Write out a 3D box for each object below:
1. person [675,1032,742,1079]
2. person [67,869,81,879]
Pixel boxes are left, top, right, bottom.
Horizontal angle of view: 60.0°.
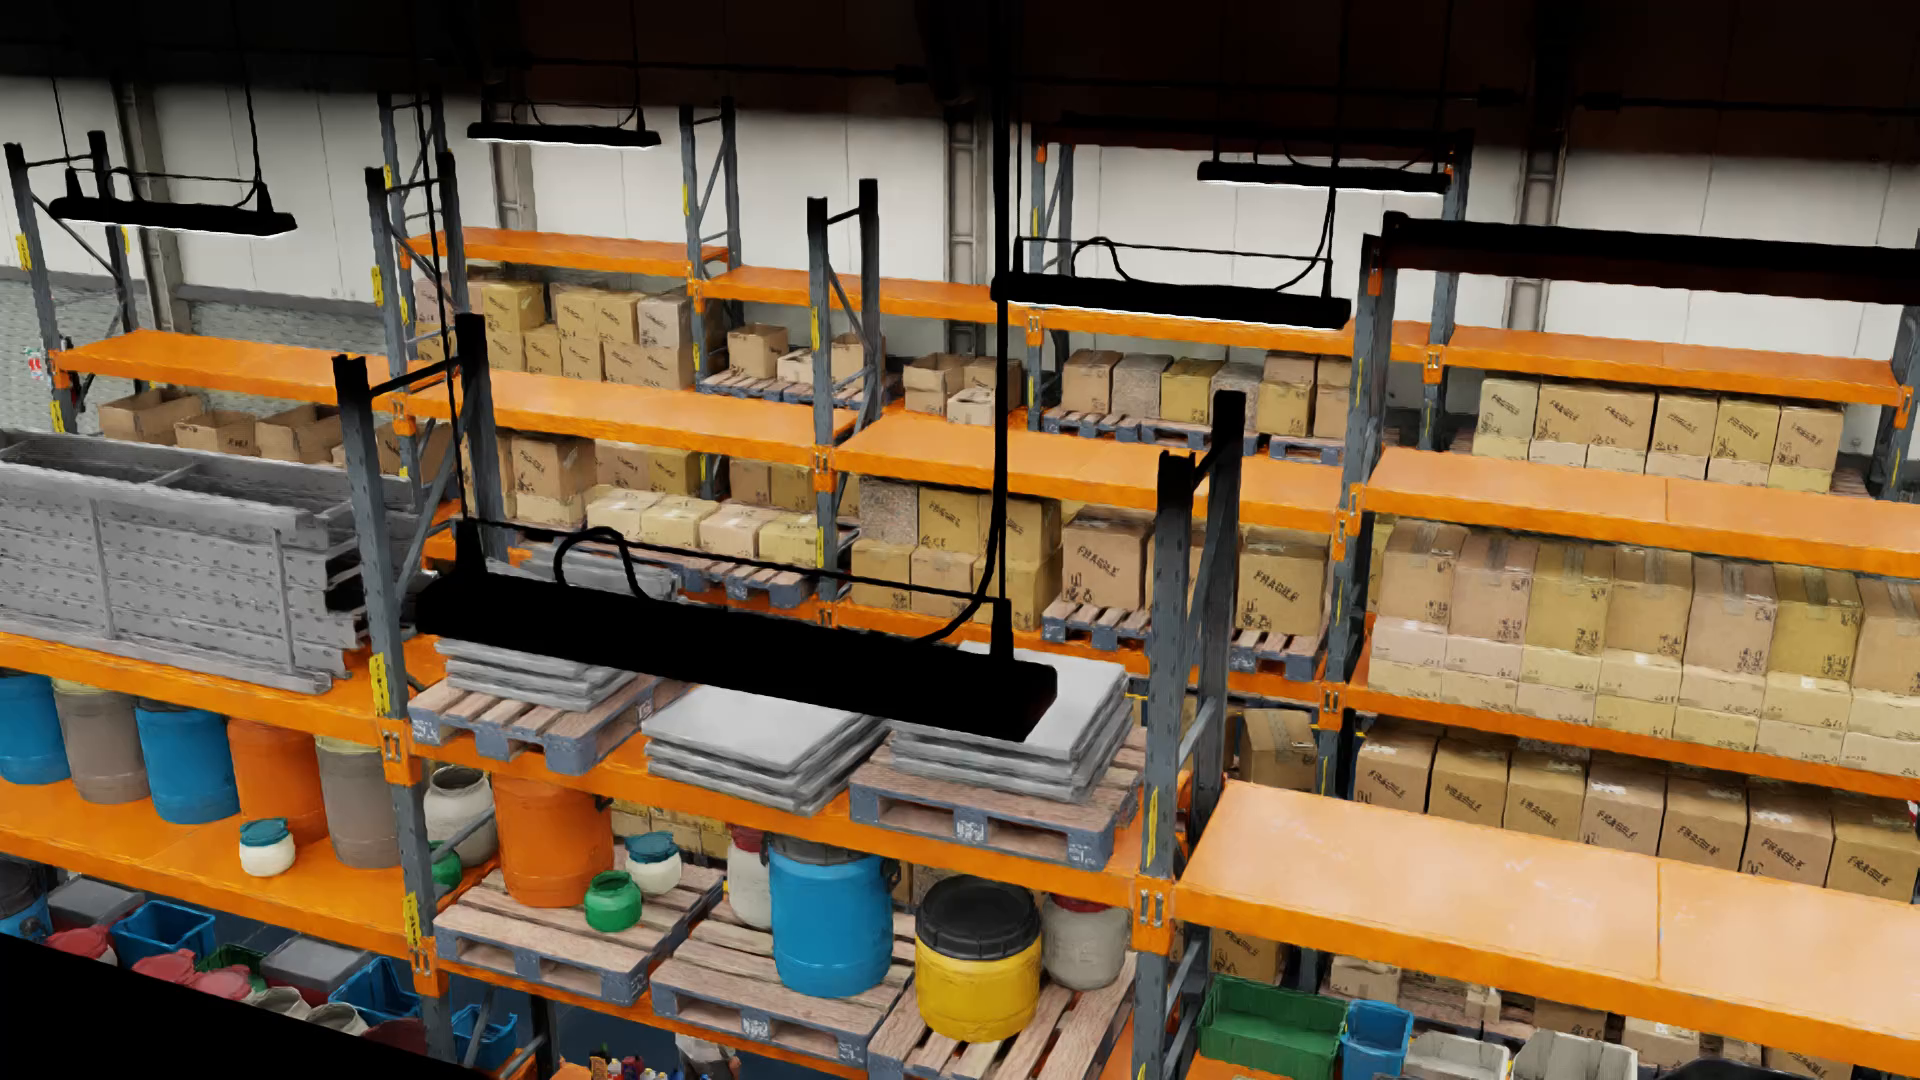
[{"bbox_3d":[-1.655,3.346,11.079,0.499,1.774,0.578,-16,26,-36],"label":"person"},{"bbox_3d":[-7.419,2.404,13.824,0.940,1.598,0.534,19,28,40],"label":"person"}]
